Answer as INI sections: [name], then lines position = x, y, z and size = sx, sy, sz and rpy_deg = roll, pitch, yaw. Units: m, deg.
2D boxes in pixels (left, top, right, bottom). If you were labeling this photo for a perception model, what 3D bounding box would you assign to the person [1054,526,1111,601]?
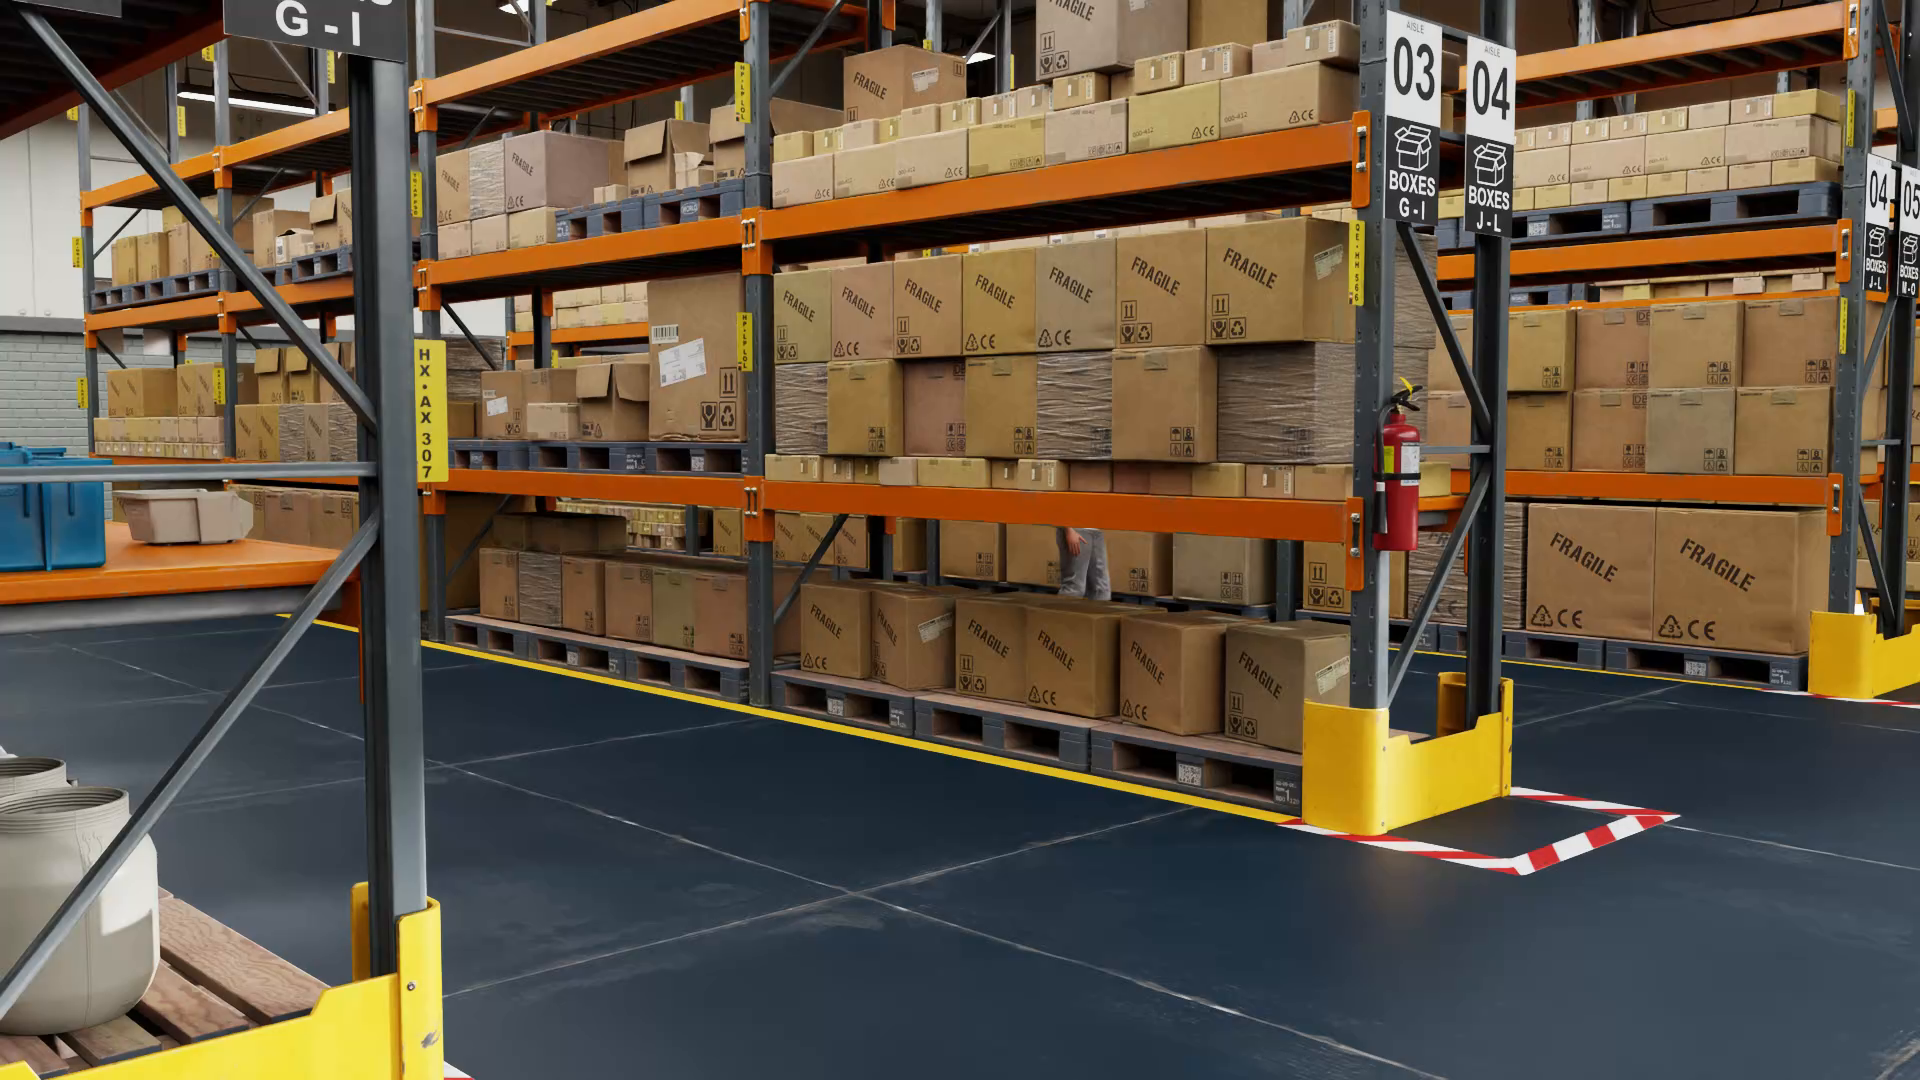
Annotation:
[person]
position = 0.922, -0.073, 11.536
size = 0.583, 1.770, 0.572
rpy_deg = 1, 4, 20
